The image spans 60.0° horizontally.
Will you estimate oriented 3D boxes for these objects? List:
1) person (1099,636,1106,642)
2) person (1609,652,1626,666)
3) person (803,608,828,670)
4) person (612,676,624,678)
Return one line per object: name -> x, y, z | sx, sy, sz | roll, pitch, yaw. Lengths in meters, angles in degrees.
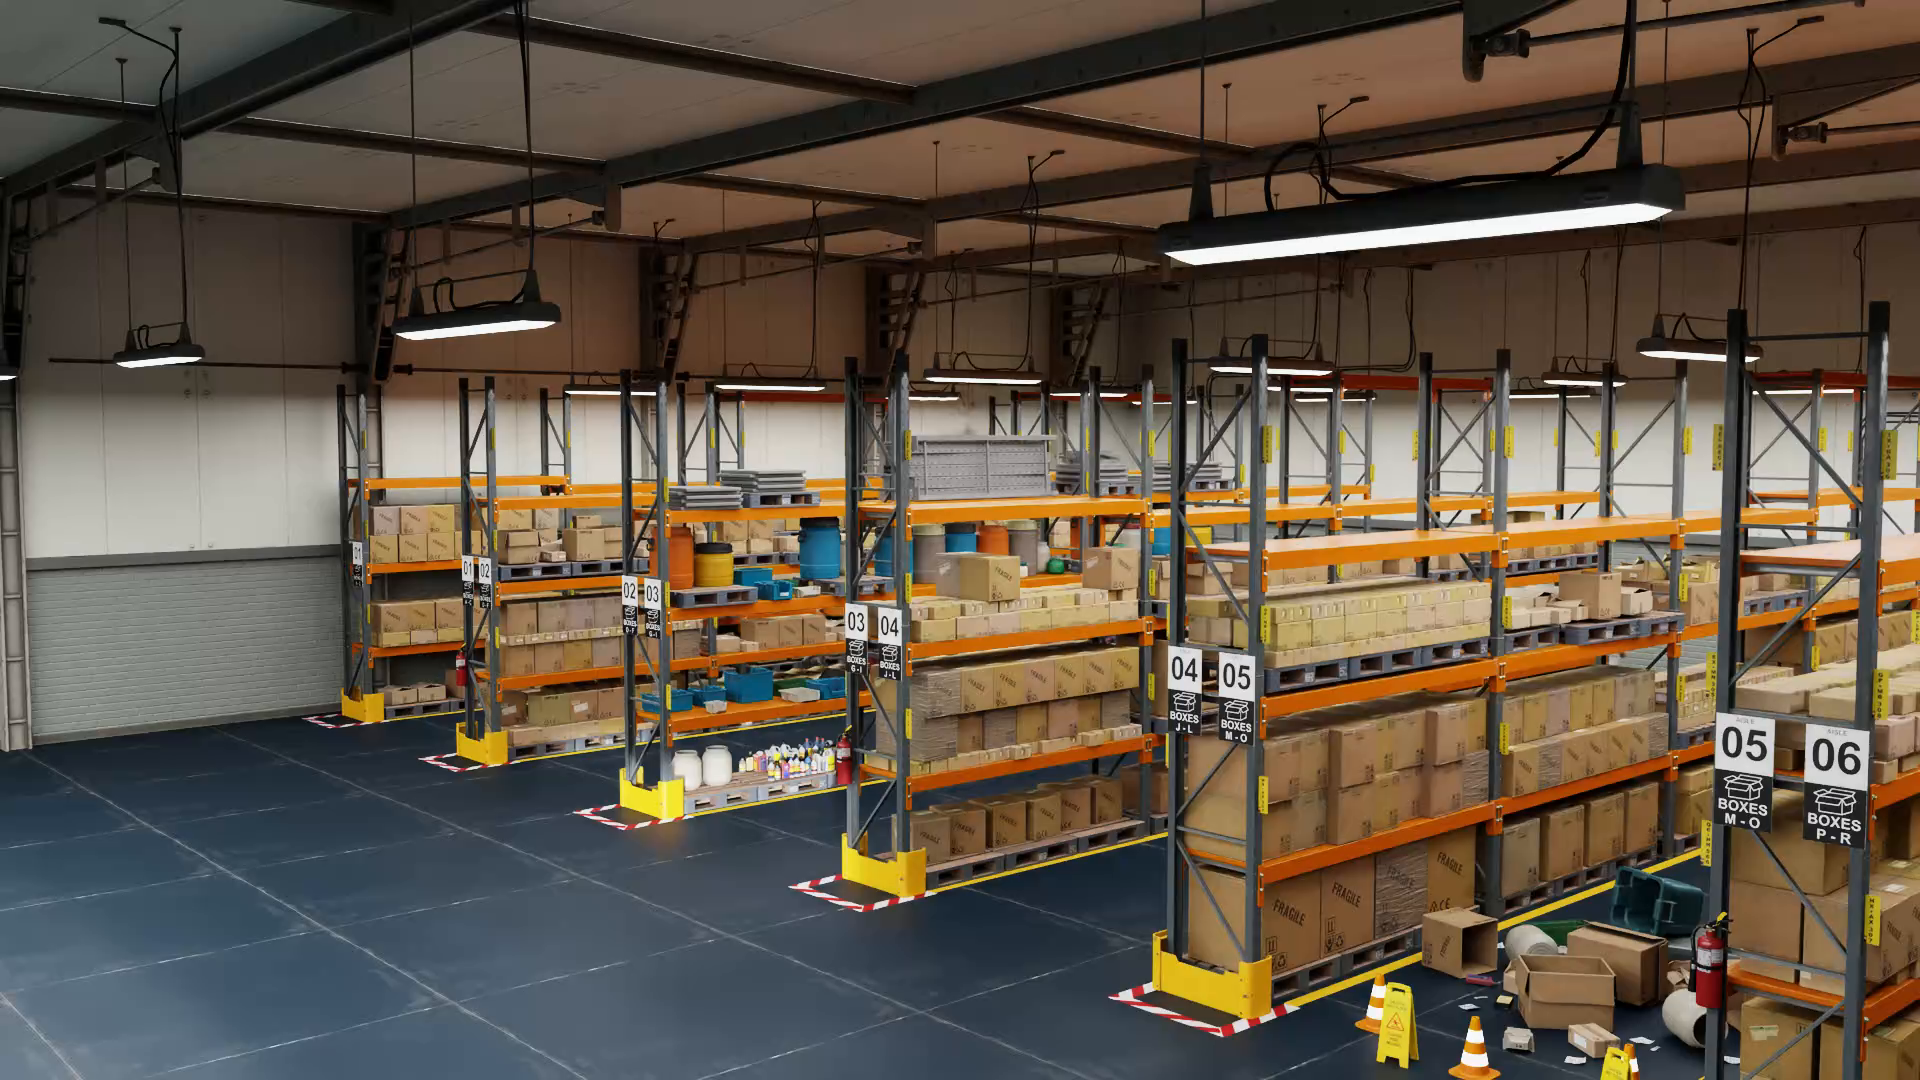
person -> 2.572, 2.262, 32.163 | 0.581, 1.540, 0.895 | 3, 5, 37
person -> 11.893, 2.324, 30.472 | 0.598, 1.715, 0.886 | -2, 4, -31
person -> -2.850, 2.146, 33.407 | 0.541, 1.703, 0.720 | 3, 5, 38
person -> -6.065, 2.301, 29.941 | 0.655, 1.744, 0.653 | 3, 5, 37
